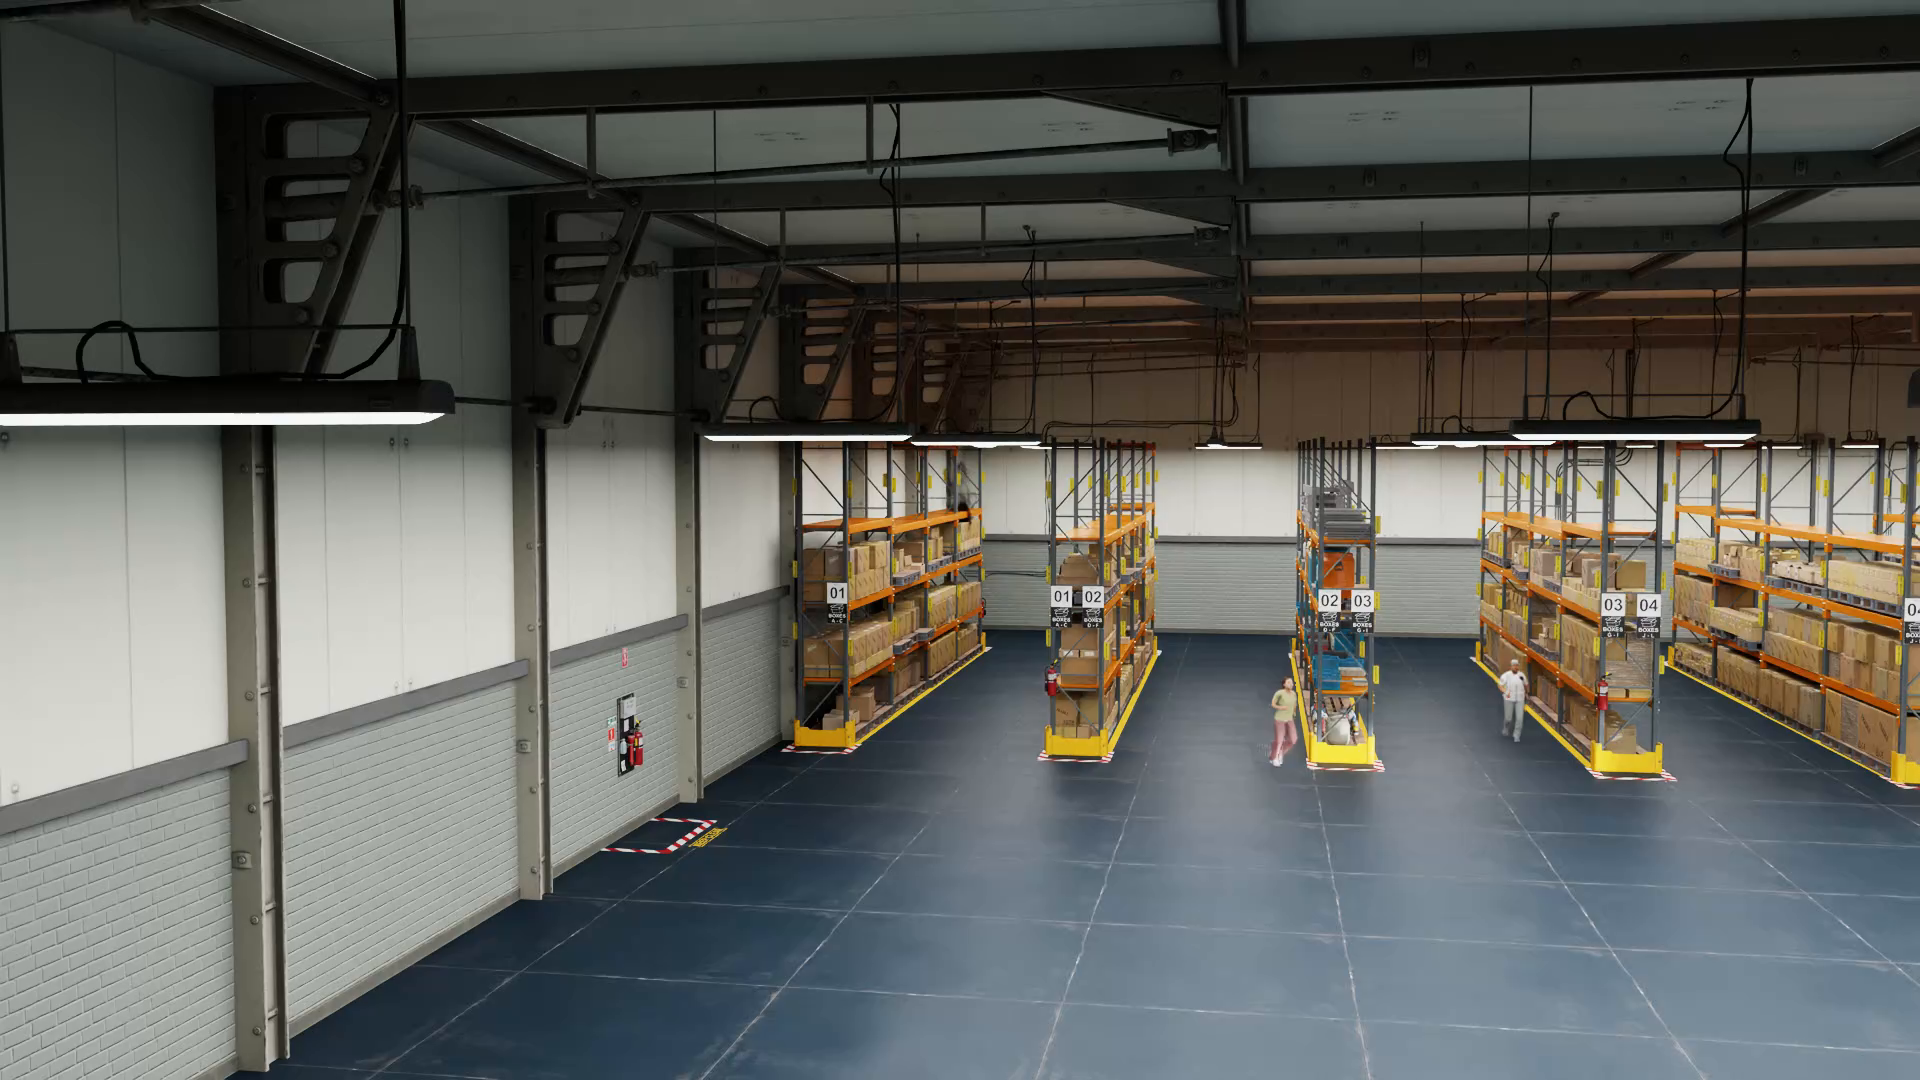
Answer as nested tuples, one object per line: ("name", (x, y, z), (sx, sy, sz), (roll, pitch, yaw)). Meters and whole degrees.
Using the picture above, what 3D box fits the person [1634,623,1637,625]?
("person", (17.343, 2.661, 42.262), (0.579, 1.606, 0.802), (1, 3, 23))

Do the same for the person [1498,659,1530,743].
("person", (10.983, 3.170, 32.934), (0.608, 1.617, 0.609), (0, 3, 8))

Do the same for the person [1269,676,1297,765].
("person", (5.952, 3.296, 30.312), (0.591, 1.626, 0.591), (-1, 3, -19))
